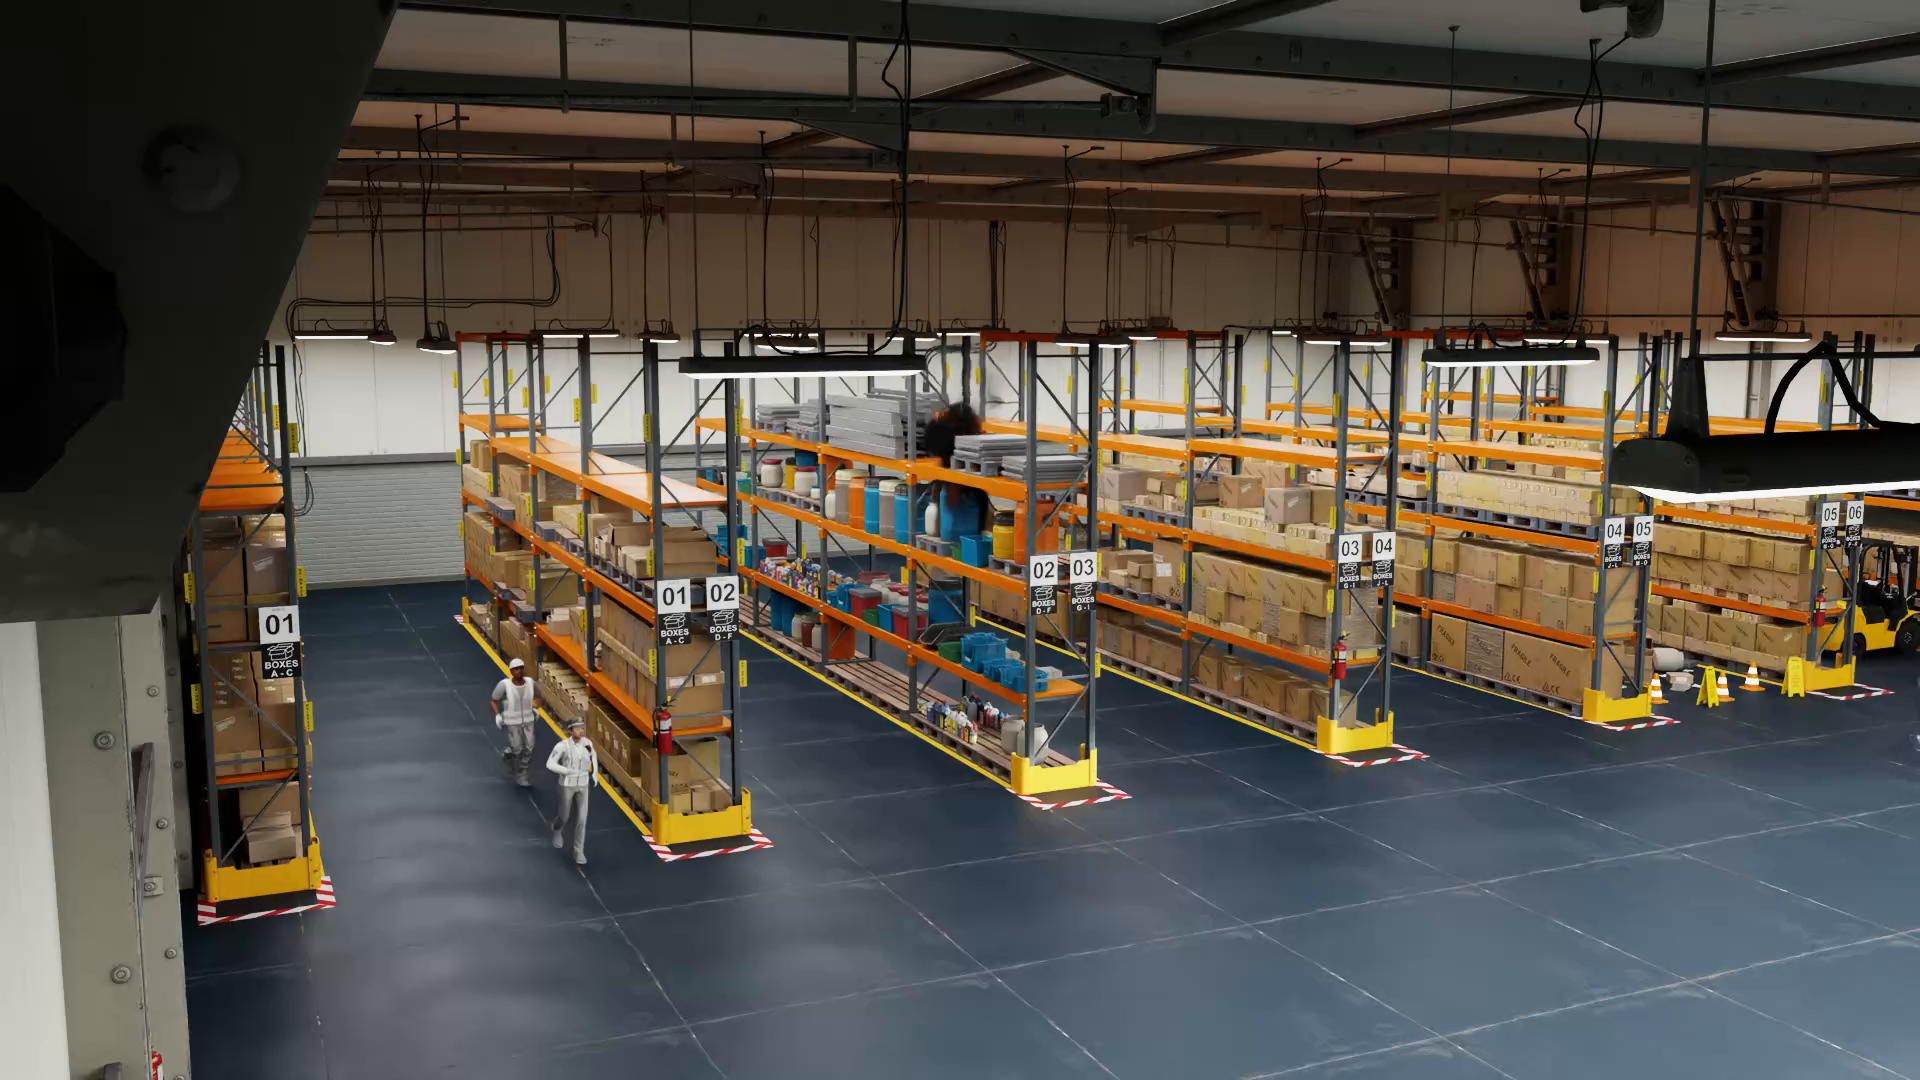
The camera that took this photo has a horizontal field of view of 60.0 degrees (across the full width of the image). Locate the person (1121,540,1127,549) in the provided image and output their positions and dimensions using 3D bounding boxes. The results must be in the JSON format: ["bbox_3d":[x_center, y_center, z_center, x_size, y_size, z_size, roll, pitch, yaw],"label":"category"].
[{"bbox_3d":[3.335,0.849,34.374,0.664,1.742,0.602,-5,9,-34],"label":"person"}]

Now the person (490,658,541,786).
[{"bbox_3d":[-5.967,2.457,22.482,0.688,1.735,0.599,-5,9,-34],"label":"person"}]

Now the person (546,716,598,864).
[{"bbox_3d":[-4.509,2.877,19.436,0.623,1.647,0.925,-4,9,-29],"label":"person"}]

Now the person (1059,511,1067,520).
[{"bbox_3d":[2.250,0.119,39.680,0.799,1.794,0.833,0,8,0],"label":"person"}]
